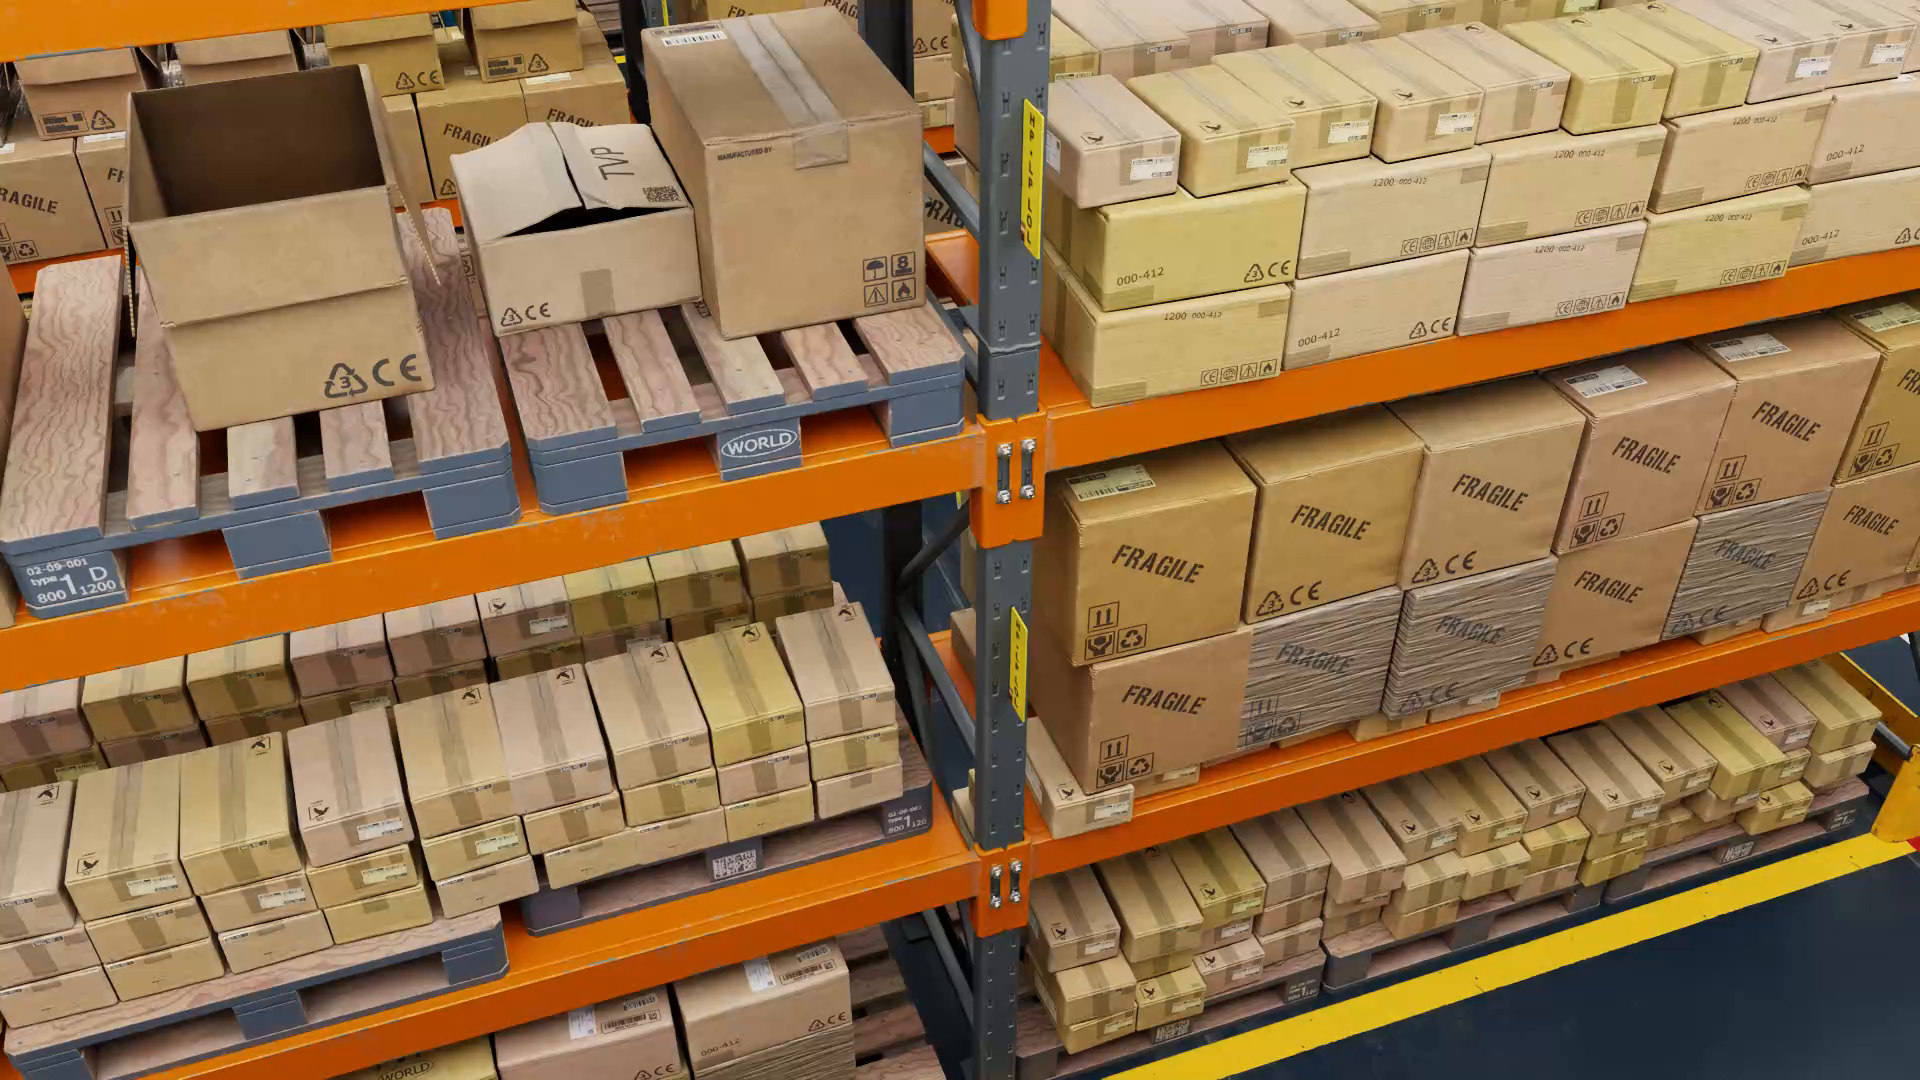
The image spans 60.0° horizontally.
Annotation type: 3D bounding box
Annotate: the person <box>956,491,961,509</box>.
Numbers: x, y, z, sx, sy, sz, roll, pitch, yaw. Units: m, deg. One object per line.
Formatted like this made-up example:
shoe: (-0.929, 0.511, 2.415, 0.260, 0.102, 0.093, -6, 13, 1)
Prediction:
person: (0.245, -0.097, 6.877, 0.574, 1.769, 0.665, -8, 38, -10)
